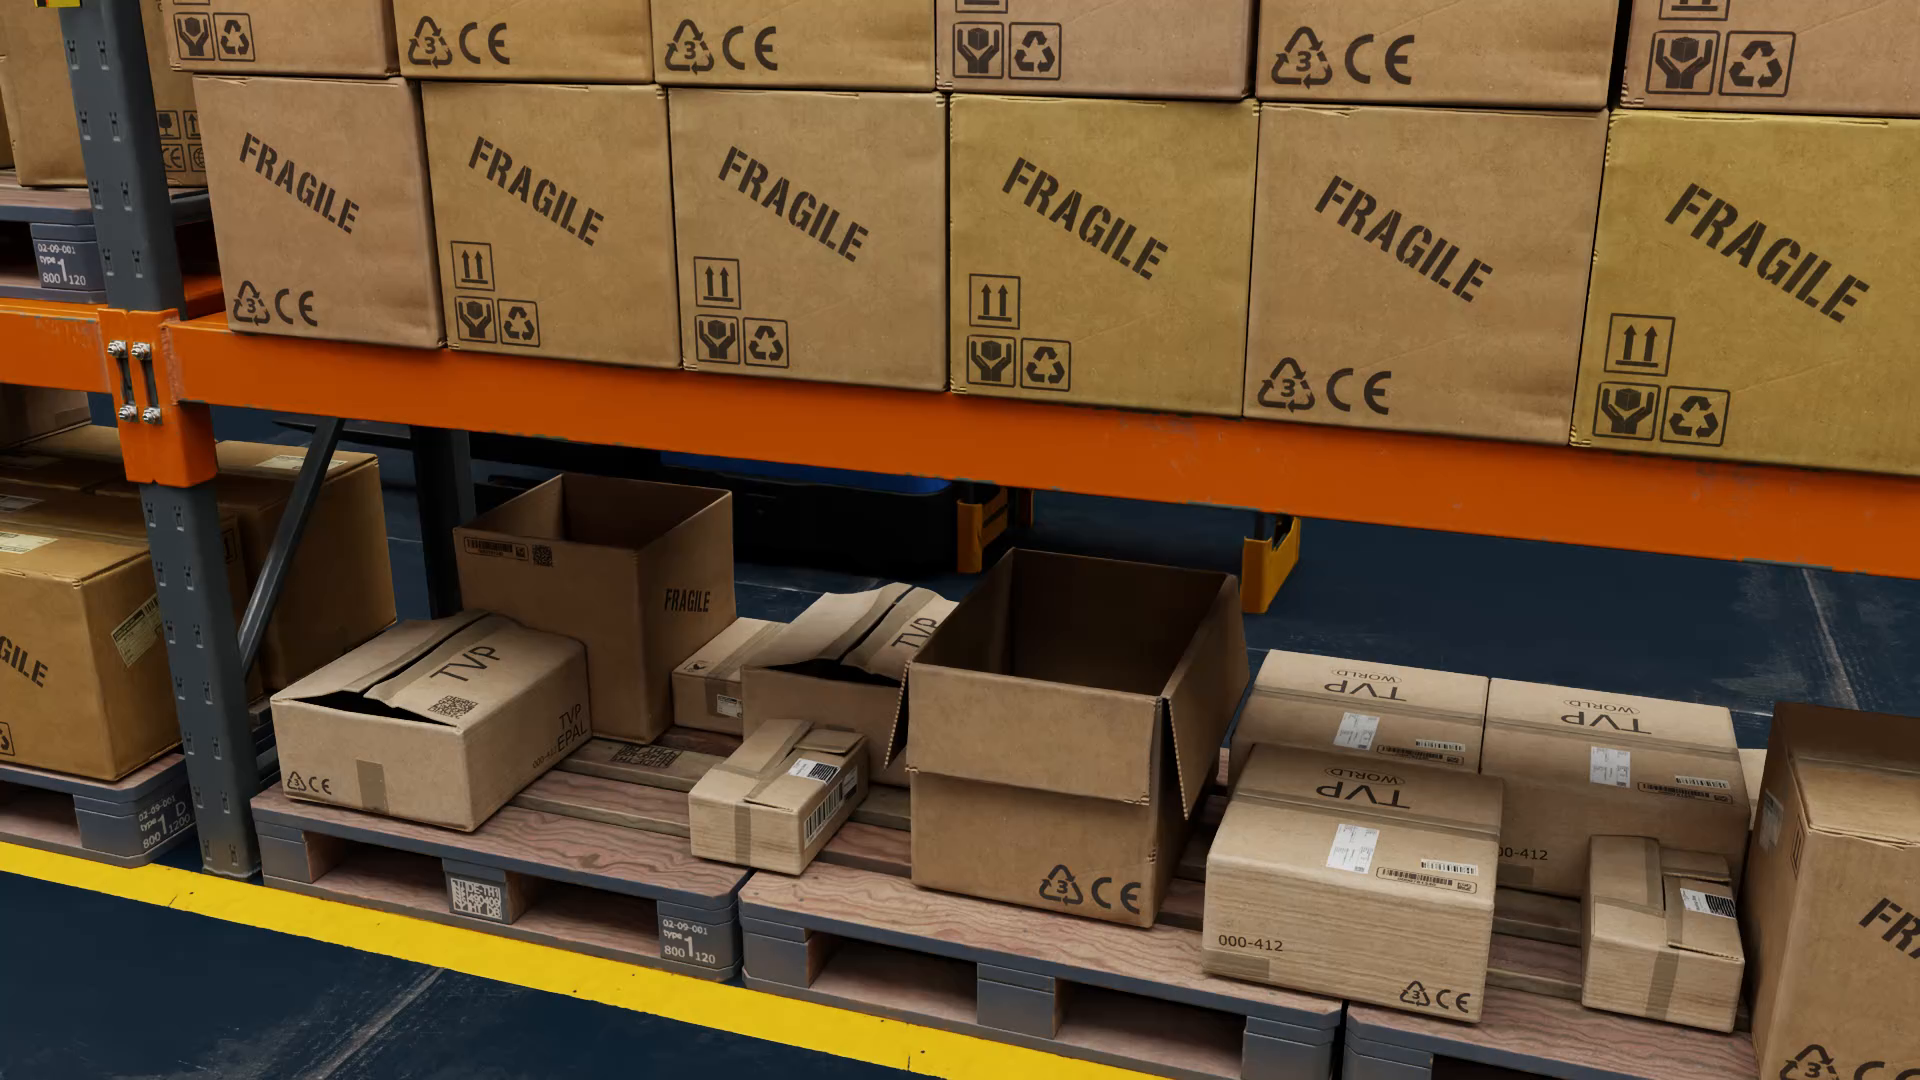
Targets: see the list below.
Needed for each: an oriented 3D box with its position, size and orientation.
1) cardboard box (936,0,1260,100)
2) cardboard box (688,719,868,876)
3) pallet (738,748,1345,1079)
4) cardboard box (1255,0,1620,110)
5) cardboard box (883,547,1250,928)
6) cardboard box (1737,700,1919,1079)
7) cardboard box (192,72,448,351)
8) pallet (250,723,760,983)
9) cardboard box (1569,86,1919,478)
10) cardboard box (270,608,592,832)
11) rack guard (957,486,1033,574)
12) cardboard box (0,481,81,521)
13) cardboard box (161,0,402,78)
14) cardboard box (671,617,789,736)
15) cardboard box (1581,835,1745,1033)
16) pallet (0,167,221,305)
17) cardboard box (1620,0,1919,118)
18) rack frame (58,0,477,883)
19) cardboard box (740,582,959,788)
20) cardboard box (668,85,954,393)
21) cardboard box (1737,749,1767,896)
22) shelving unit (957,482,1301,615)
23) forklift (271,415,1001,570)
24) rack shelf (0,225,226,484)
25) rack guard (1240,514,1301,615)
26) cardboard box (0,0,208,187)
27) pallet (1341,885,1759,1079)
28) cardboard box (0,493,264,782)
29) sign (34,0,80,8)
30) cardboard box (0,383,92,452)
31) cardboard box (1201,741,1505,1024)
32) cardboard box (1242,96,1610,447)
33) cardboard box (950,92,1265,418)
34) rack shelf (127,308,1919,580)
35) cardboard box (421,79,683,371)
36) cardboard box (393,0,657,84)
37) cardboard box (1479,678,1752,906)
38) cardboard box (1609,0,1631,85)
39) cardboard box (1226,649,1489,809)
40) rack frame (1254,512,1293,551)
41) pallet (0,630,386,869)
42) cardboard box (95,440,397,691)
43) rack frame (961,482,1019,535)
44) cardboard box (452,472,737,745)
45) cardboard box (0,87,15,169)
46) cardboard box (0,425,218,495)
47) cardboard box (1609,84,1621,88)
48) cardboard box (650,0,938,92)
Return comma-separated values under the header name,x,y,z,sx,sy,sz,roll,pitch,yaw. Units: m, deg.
name,x,y,z,sx,sy,sz,roll,pitch,yaw
cardboard box,0.282,-1.005,2.731,0.500,0.500,0.500,7,20,20
cardboard box,-0.386,0.542,3.600,0.250,0.166,0.380,7,20,18
pallet,0.273,0.732,3.657,1.213,0.211,1.003,7,20,18
cardboard box,0.767,-0.950,2.572,0.500,0.500,0.500,7,20,20
cardboard box,0.245,0.382,3.549,0.637,0.503,0.797,7,20,18
cardboard box,1.652,0.632,2.836,0.500,0.500,0.500,7,20,18
cardboard box,-1.140,-0.698,3.370,0.500,0.500,0.500,7,20,19
pallet,-0.883,0.600,4.033,1.213,0.211,1.003,7,20,18
cardboard box,1.243,-0.425,2.586,0.500,0.500,0.500,7,20,19
cardboard box,-1.206,0.384,3.835,0.500,0.311,0.500,7,20,18
rack guard,0.130,-0.092,5.961,0.087,0.250,0.587,8,21,21
cardboard box,-2.556,0.162,4.185,0.500,0.500,0.500,7,20,18
cardboard box,-1.179,-1.172,3.210,0.500,0.500,0.500,7,20,19
cardboard box,-0.527,0.343,4.199,0.250,0.149,0.380,7,20,18
cardboard box,1.299,0.717,3.097,0.250,0.166,0.380,7,20,18
pallet,-2.251,-0.820,4.165,1.213,0.211,1.003,7,20,18
cardboard box,1.259,-0.895,2.416,0.500,0.500,0.500,7,20,20
rack frame,-1.532,-0.791,3.788,0.127,3.000,1.000,7,20,18
cardboard box,-0.192,0.325,4.002,0.500,0.311,0.500,7,20,18
cardboard box,-0.183,-0.589,3.058,0.500,0.500,0.500,6,20,18
cardboard box,1.728,0.592,3.456,0.250,0.166,0.380,7,20,18
shelving unit,0.592,-0.621,5.578,1.083,1.500,0.587,8,21,21
forklift,-1.291,-1.575,6.142,3.031,2.935,1.130,8,21,21
rack shelf,-3.421,-0.667,4.526,4.000,0.370,1.077,7,20,18
rack guard,1.053,0.031,5.607,0.087,0.250,0.587,8,21,21
cardboard box,-1.906,-1.157,4.049,0.500,0.500,0.700,0,19,0
pallet,1.421,0.864,3.277,1.213,0.211,1.003,7,20,18
cardboard box,-2.092,0.218,4.024,0.500,0.500,0.500,6,20,18
sign,-1.711,-1.165,3.101,0.005,0.325,0.100,7,20,18
cardboard box,-2.853,-0.408,4.681,0.500,0.250,0.500,7,20,18
cardboard box,0.765,0.638,3.198,0.500,0.250,0.500,7,20,18
cardboard box,0.774,-0.480,2.745,0.500,0.500,0.500,7,20,18
cardboard box,0.298,-0.535,2.901,0.500,0.500,0.500,6,20,17
rack shelf,0.357,-0.235,3.287,4.000,0.370,1.077,7,20,18
cardboard box,-0.655,-0.644,3.215,0.500,0.500,0.500,7,20,19
cardboard box,-0.692,-1.116,3.050,0.500,0.500,0.500,6,20,16
cardboard box,1.354,0.531,3.505,0.500,0.250,0.500,7,20,18
cardboard box,1.418,-1.062,2.895,0.500,0.500,0.500,7,20,19
cardboard box,0.882,0.477,3.660,0.500,0.250,0.500,7,20,18
rack frame,1.054,-0.559,5.401,0.032,1.500,0.500,8,21,21
pallet,-2.313,0.450,4.465,1.213,0.211,1.003,7,20,18
cardboard box,-1.909,0.054,4.494,0.500,0.500,0.500,6,20,16
rack frame,0.112,-0.685,5.762,0.032,1.500,0.500,8,21,21
cardboard box,-0.901,0.155,4.203,0.500,0.500,0.500,7,20,18
cardboard box,-2.576,-1.212,4.205,0.500,0.500,0.700,10,22,27
cardboard box,-2.416,0.000,4.650,0.500,0.500,0.500,7,20,19
cardboard box,1.425,-0.590,3.060,0.500,0.500,0.500,6,20,18
cardboard box,-0.206,-1.061,2.891,0.500,0.500,0.500,6,20,16
